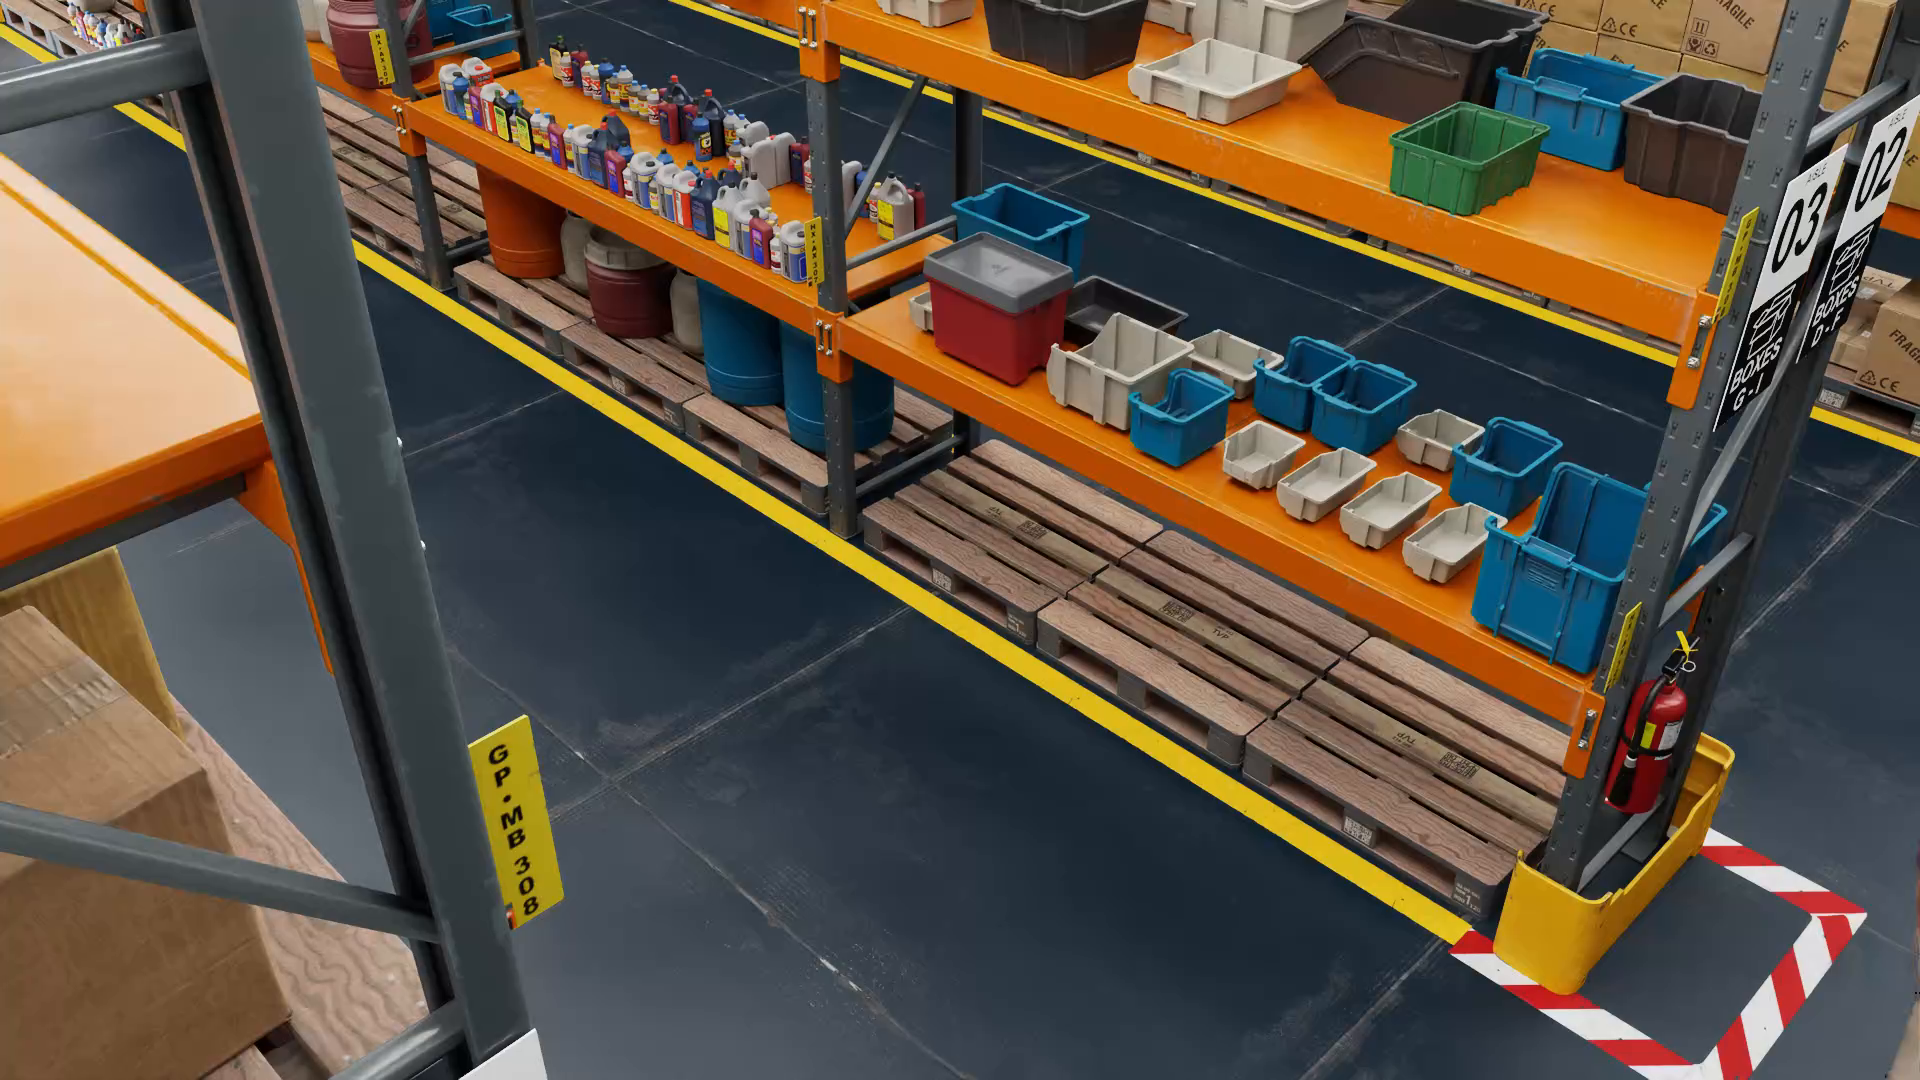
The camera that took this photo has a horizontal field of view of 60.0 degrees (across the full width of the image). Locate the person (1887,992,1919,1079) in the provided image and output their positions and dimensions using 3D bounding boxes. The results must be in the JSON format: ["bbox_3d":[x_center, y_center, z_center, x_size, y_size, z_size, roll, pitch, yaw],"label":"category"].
[{"bbox_3d":[3.560,1.169,5.508,0.565,1.673,1.035,29,44,34],"label":"person"}]
